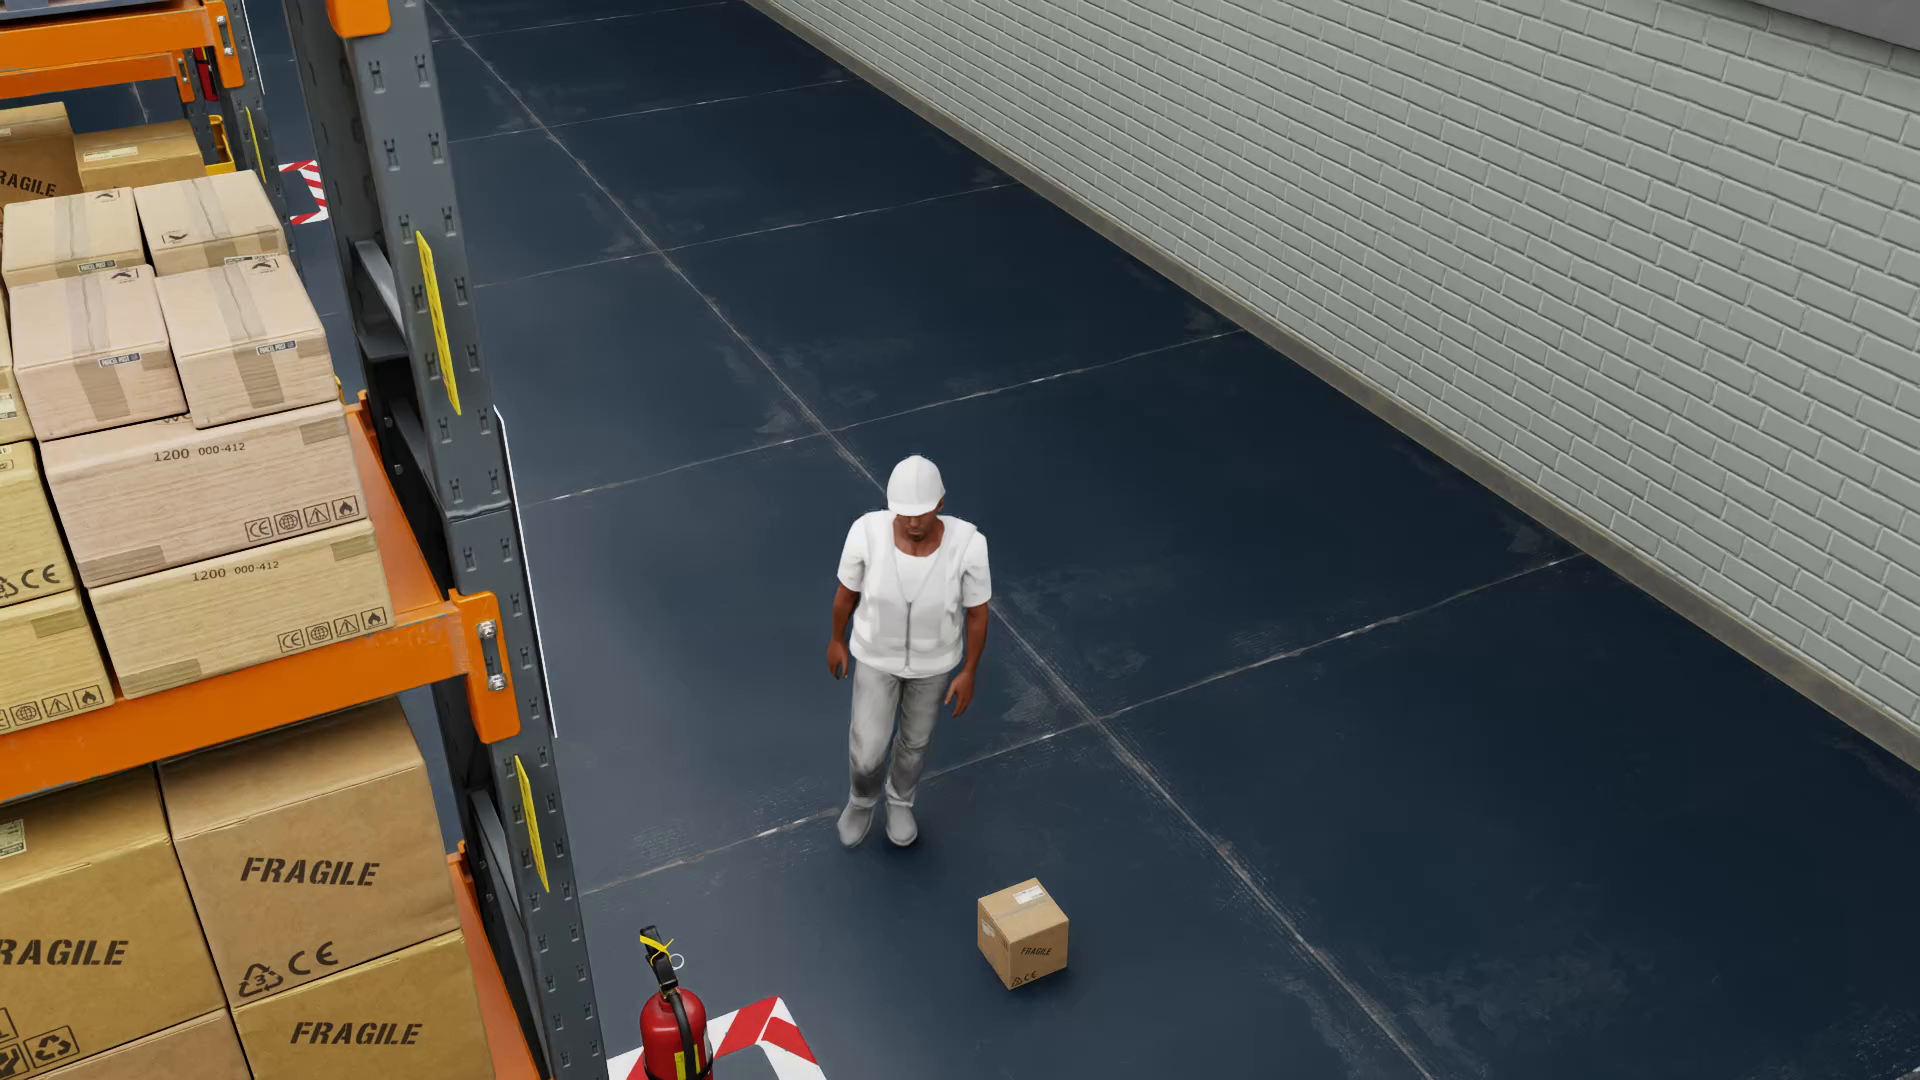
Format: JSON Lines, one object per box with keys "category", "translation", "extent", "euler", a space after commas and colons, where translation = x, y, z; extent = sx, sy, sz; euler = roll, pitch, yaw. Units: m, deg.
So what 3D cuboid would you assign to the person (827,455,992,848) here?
{"category": "person", "translation": [-0.194, 0.481, 6.355], "extent": [0.633, 1.781, 0.474], "euler": [-2, 33, -3]}
